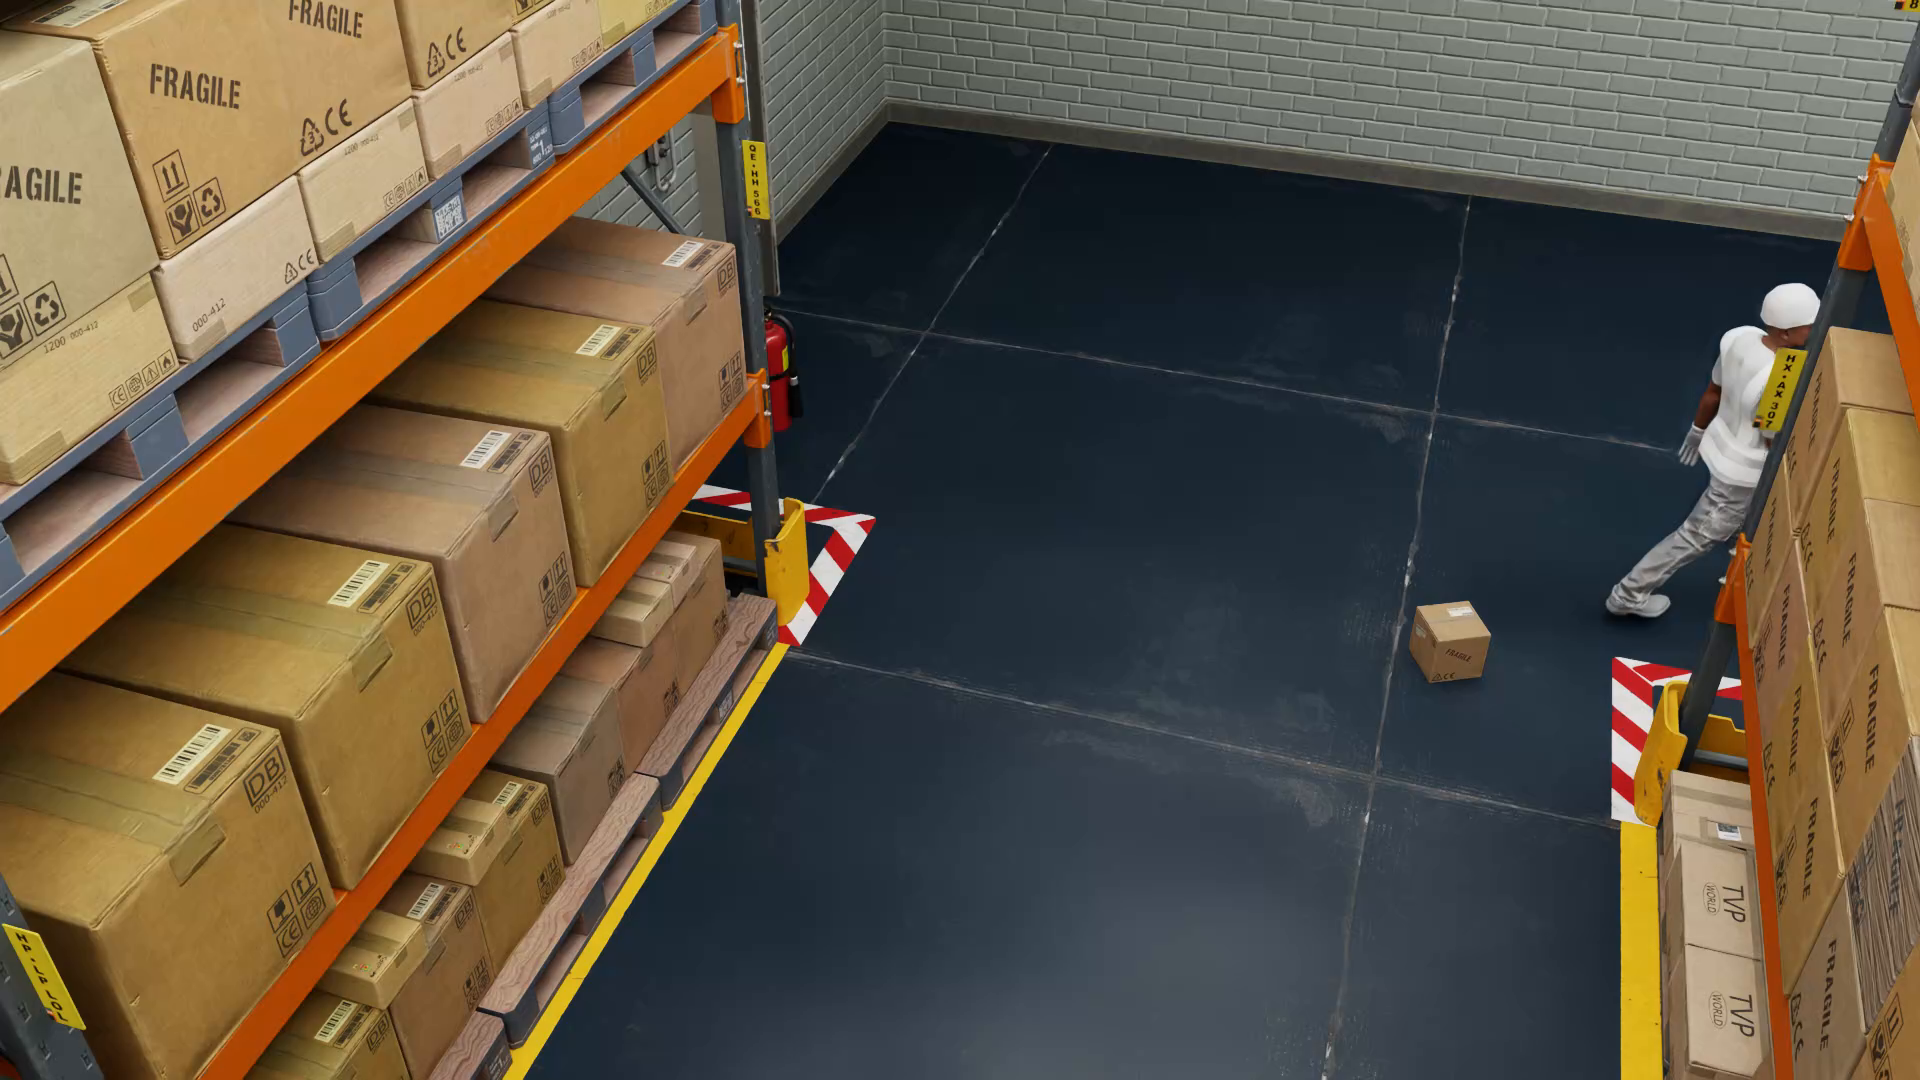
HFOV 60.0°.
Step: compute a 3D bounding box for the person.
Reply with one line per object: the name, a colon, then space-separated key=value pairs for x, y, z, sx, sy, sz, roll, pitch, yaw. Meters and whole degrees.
person: x=3.537 y=-0.346 z=7.319 sx=0.999 sy=1.731 sz=0.605 roll=2 pitch=37 yaw=3
